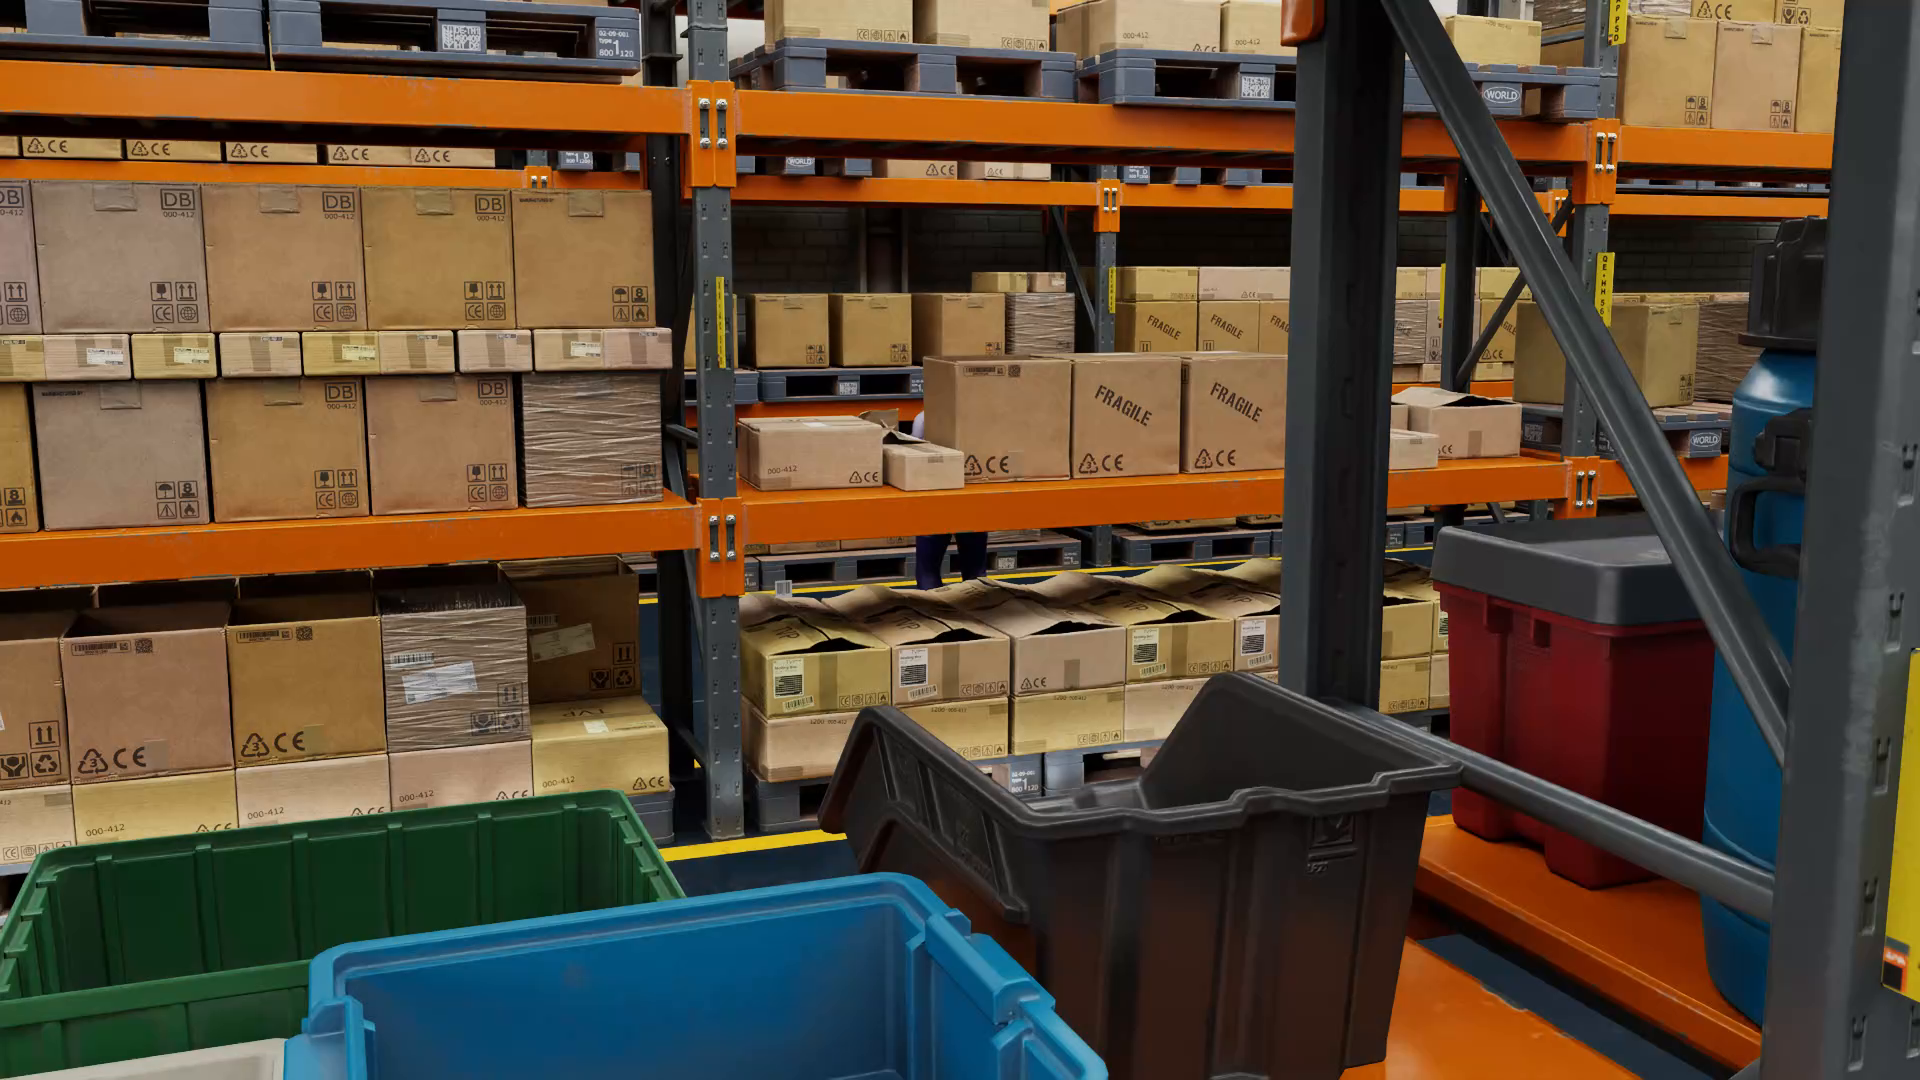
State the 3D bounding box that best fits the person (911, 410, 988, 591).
[{"bbox_3d":[-0.048,-0.164,9.470,0.538,1.638,0.371,-3,10,-21],"label":"person"}]
